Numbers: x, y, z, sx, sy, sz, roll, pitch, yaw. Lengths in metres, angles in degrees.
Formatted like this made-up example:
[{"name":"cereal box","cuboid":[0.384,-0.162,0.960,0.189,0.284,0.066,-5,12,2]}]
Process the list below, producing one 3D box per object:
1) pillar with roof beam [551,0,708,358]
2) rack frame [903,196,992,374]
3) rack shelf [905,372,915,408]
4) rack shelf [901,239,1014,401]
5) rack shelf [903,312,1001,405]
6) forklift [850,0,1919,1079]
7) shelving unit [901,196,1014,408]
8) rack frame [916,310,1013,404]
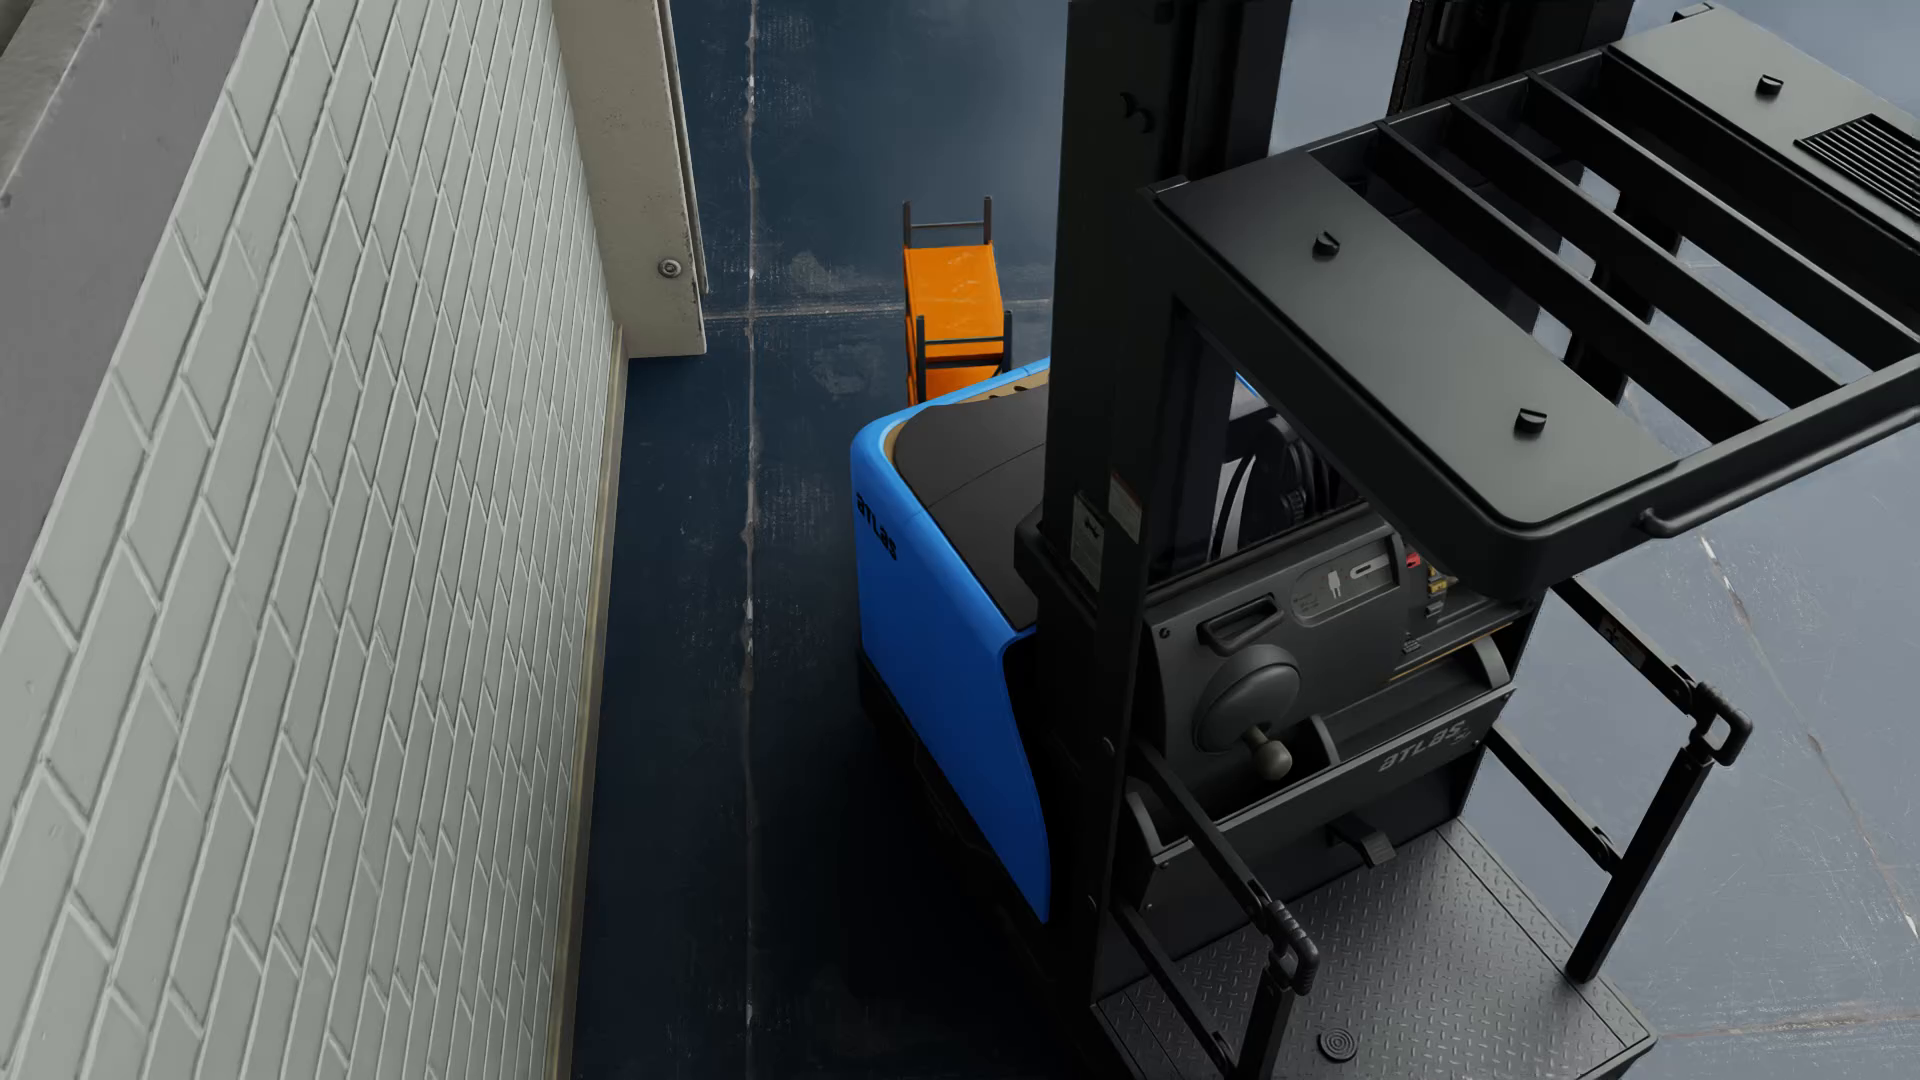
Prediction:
[{"name":"pillar with roof beam","cuboid":[3.222,-4.148,2.980,9.100,9.000,0.400,-3,47,-3]},{"name":"rack frame","cuboid":[-0.034,-0.500,4.897,0.240,1.200,0.015,-4,47,-4]},{"name":"rack shelf","cuboid":[-0.011,-0.277,4.779,0.258,0.148,0.480,-4,47,-4]},{"name":"rack shelf","cuboid":[-0.011,-0.594,4.445,0.258,0.148,0.480,-4,47,-4]},{"name":"rack shelf","cuboid":[-0.011,-0.431,4.616,0.258,0.148,0.480,-4,47,-4]},{"name":"forklift","cuboid":[0.862,0.233,3.011,1.130,2.935,3.031,-22,50,-19]},{"name":"shelving unit","cuboid":[-0.011,-0.323,4.730,0.258,1.200,0.503,-4,47,-4]},{"name":"rack frame","cuboid":[0.011,-0.147,4.563,0.240,1.200,0.015,-4,47,-4]}]
